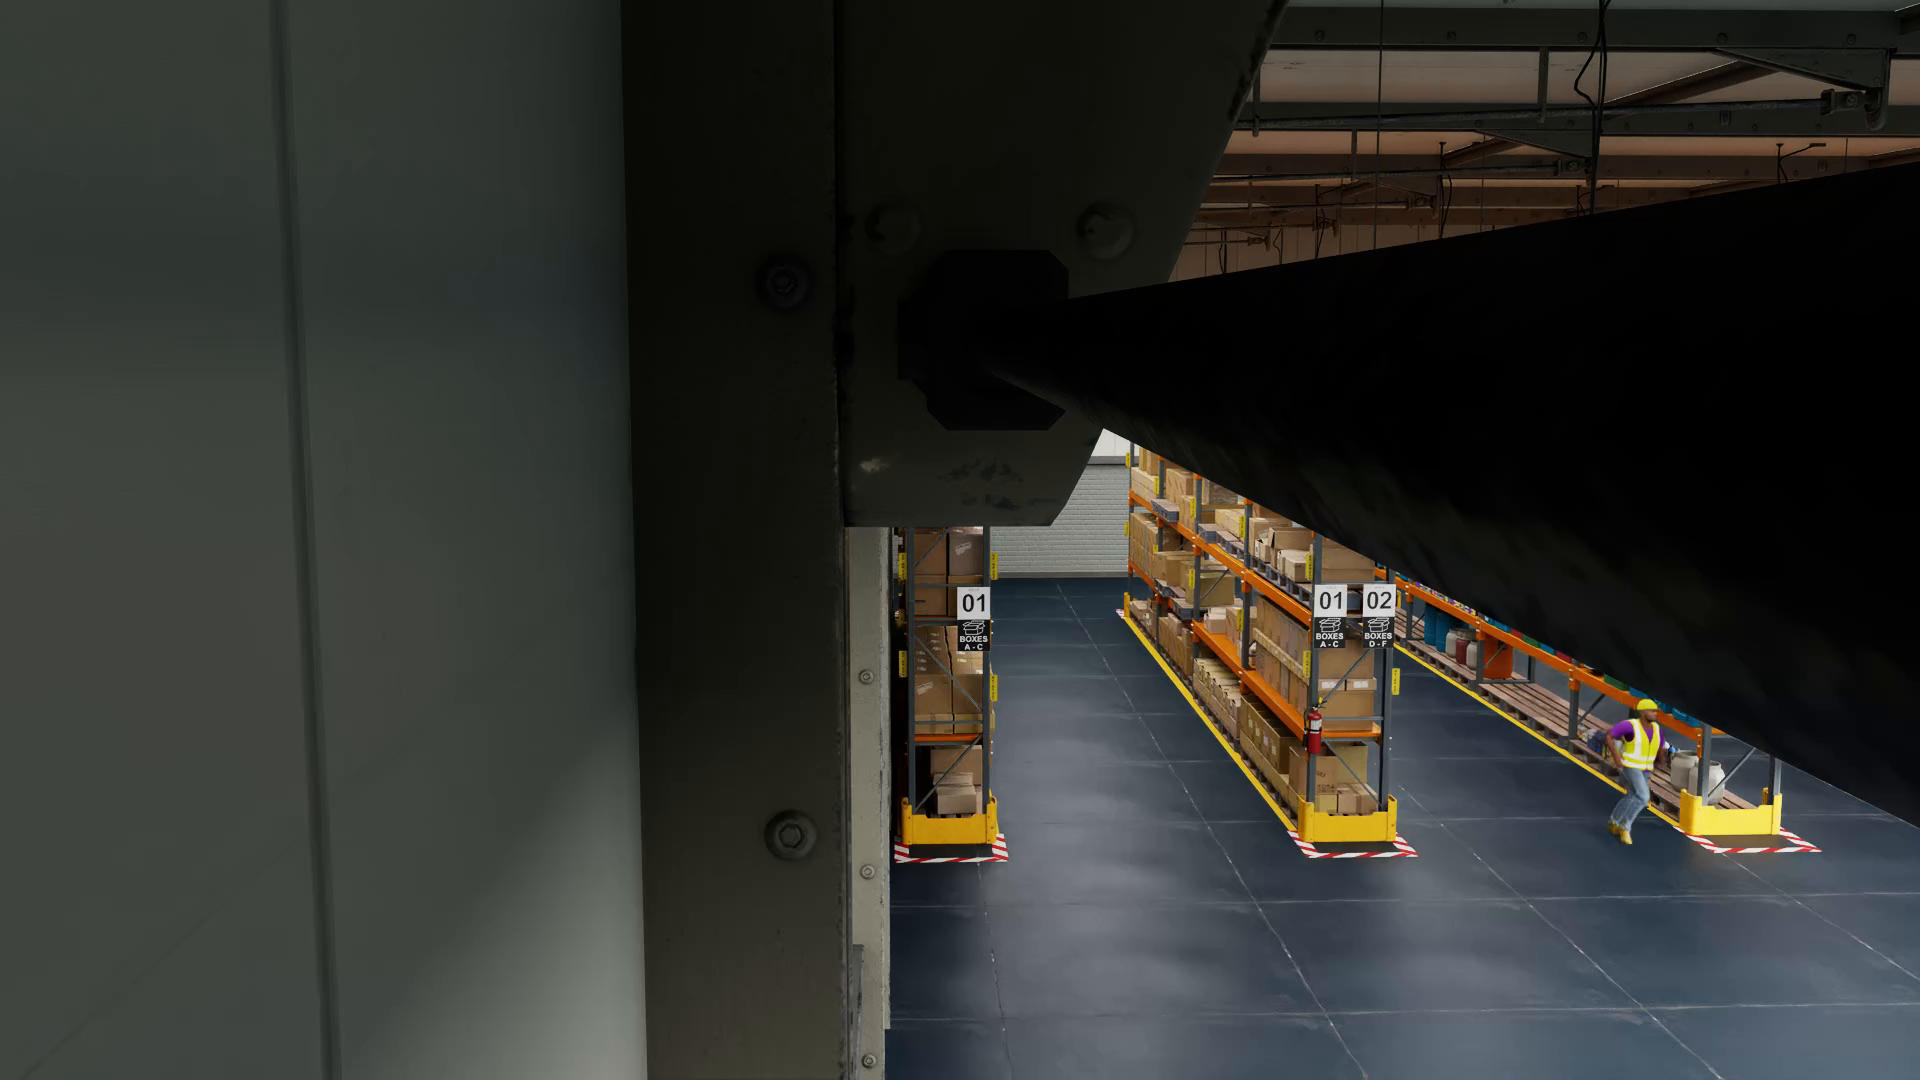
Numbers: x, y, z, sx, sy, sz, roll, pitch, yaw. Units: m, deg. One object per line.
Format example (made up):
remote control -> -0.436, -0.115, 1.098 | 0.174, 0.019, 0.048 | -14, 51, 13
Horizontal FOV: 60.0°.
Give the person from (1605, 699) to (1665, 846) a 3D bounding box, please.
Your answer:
person -> 8.409, 2.853, 20.591 | 0.703, 1.781, 0.675 | -4, 8, -26
